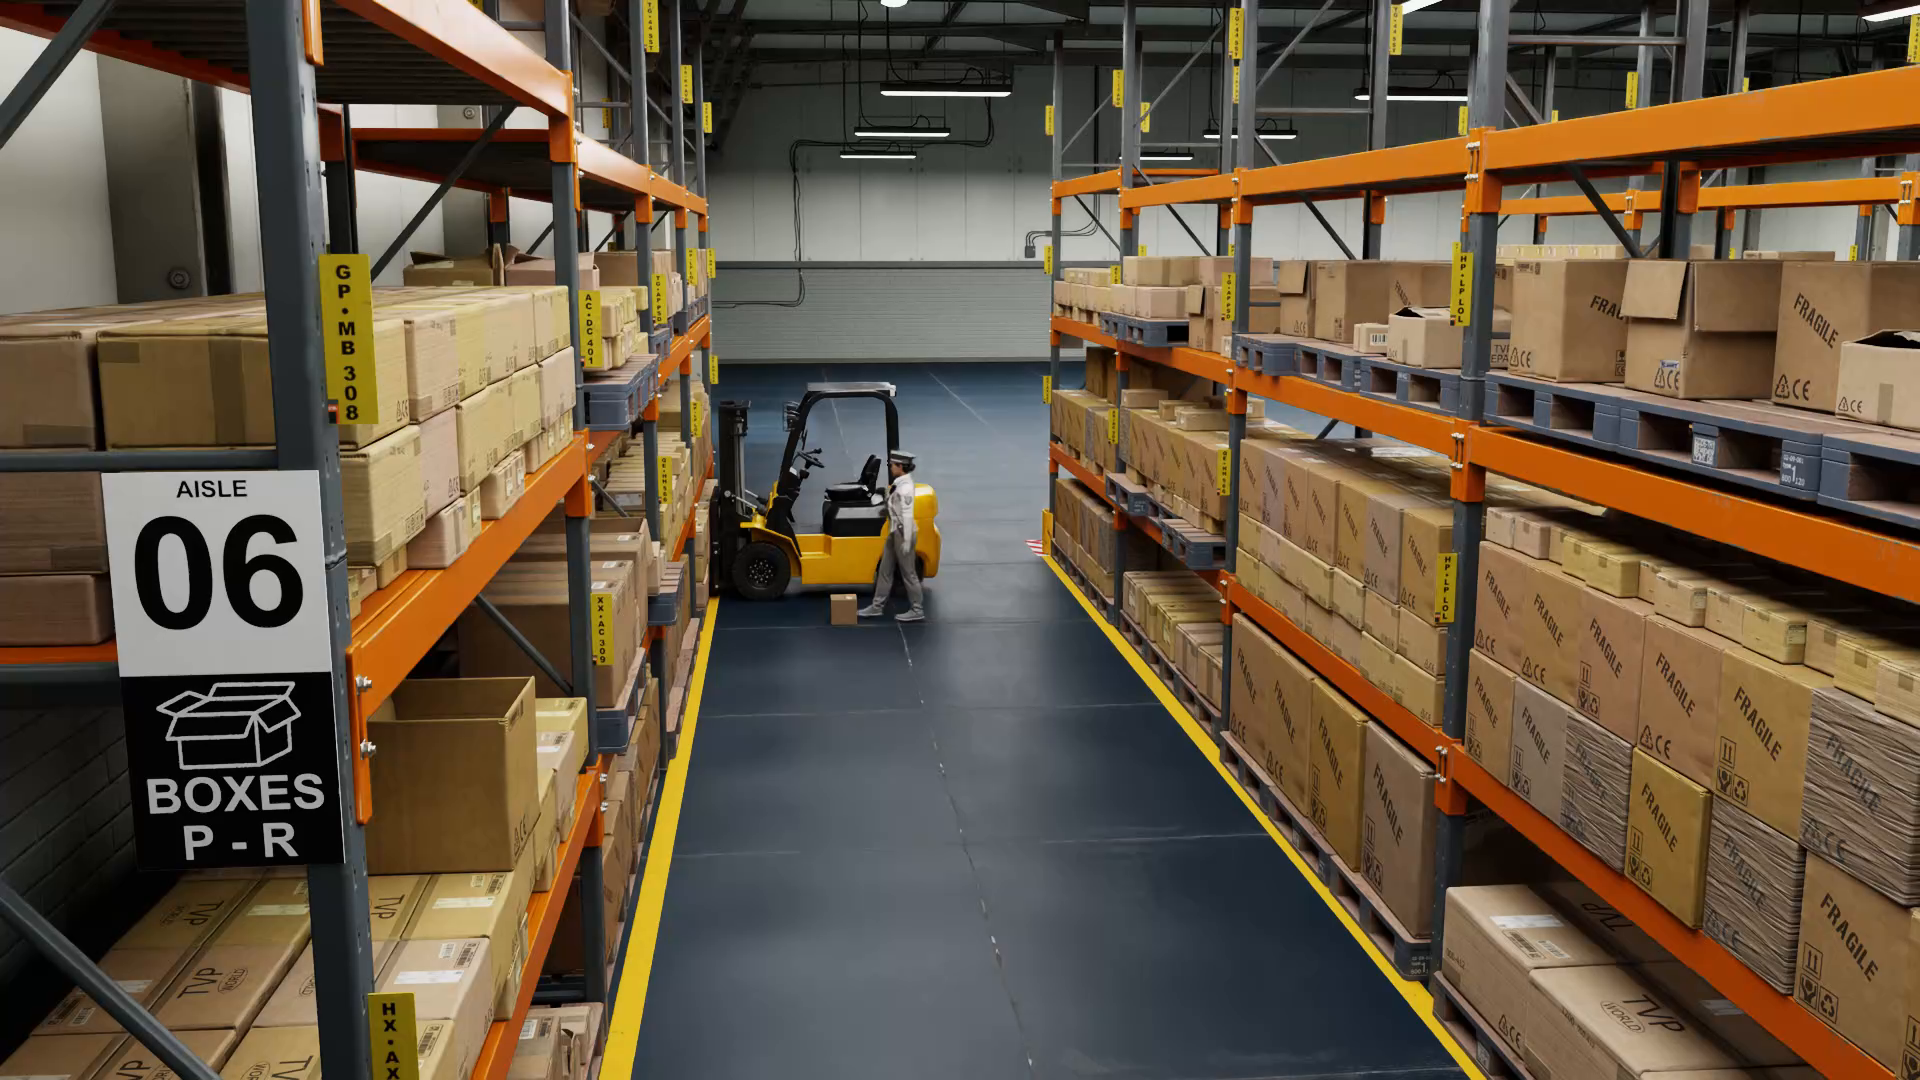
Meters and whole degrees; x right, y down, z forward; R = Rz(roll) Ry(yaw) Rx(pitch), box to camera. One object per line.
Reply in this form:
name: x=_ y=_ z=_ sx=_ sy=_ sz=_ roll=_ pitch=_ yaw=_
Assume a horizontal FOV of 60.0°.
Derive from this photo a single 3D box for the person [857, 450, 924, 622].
person: x=-0.689 y=-0.037 z=16.031 sx=0.680 sy=1.664 sz=0.507 roll=-1 pitch=10 yaw=-8
